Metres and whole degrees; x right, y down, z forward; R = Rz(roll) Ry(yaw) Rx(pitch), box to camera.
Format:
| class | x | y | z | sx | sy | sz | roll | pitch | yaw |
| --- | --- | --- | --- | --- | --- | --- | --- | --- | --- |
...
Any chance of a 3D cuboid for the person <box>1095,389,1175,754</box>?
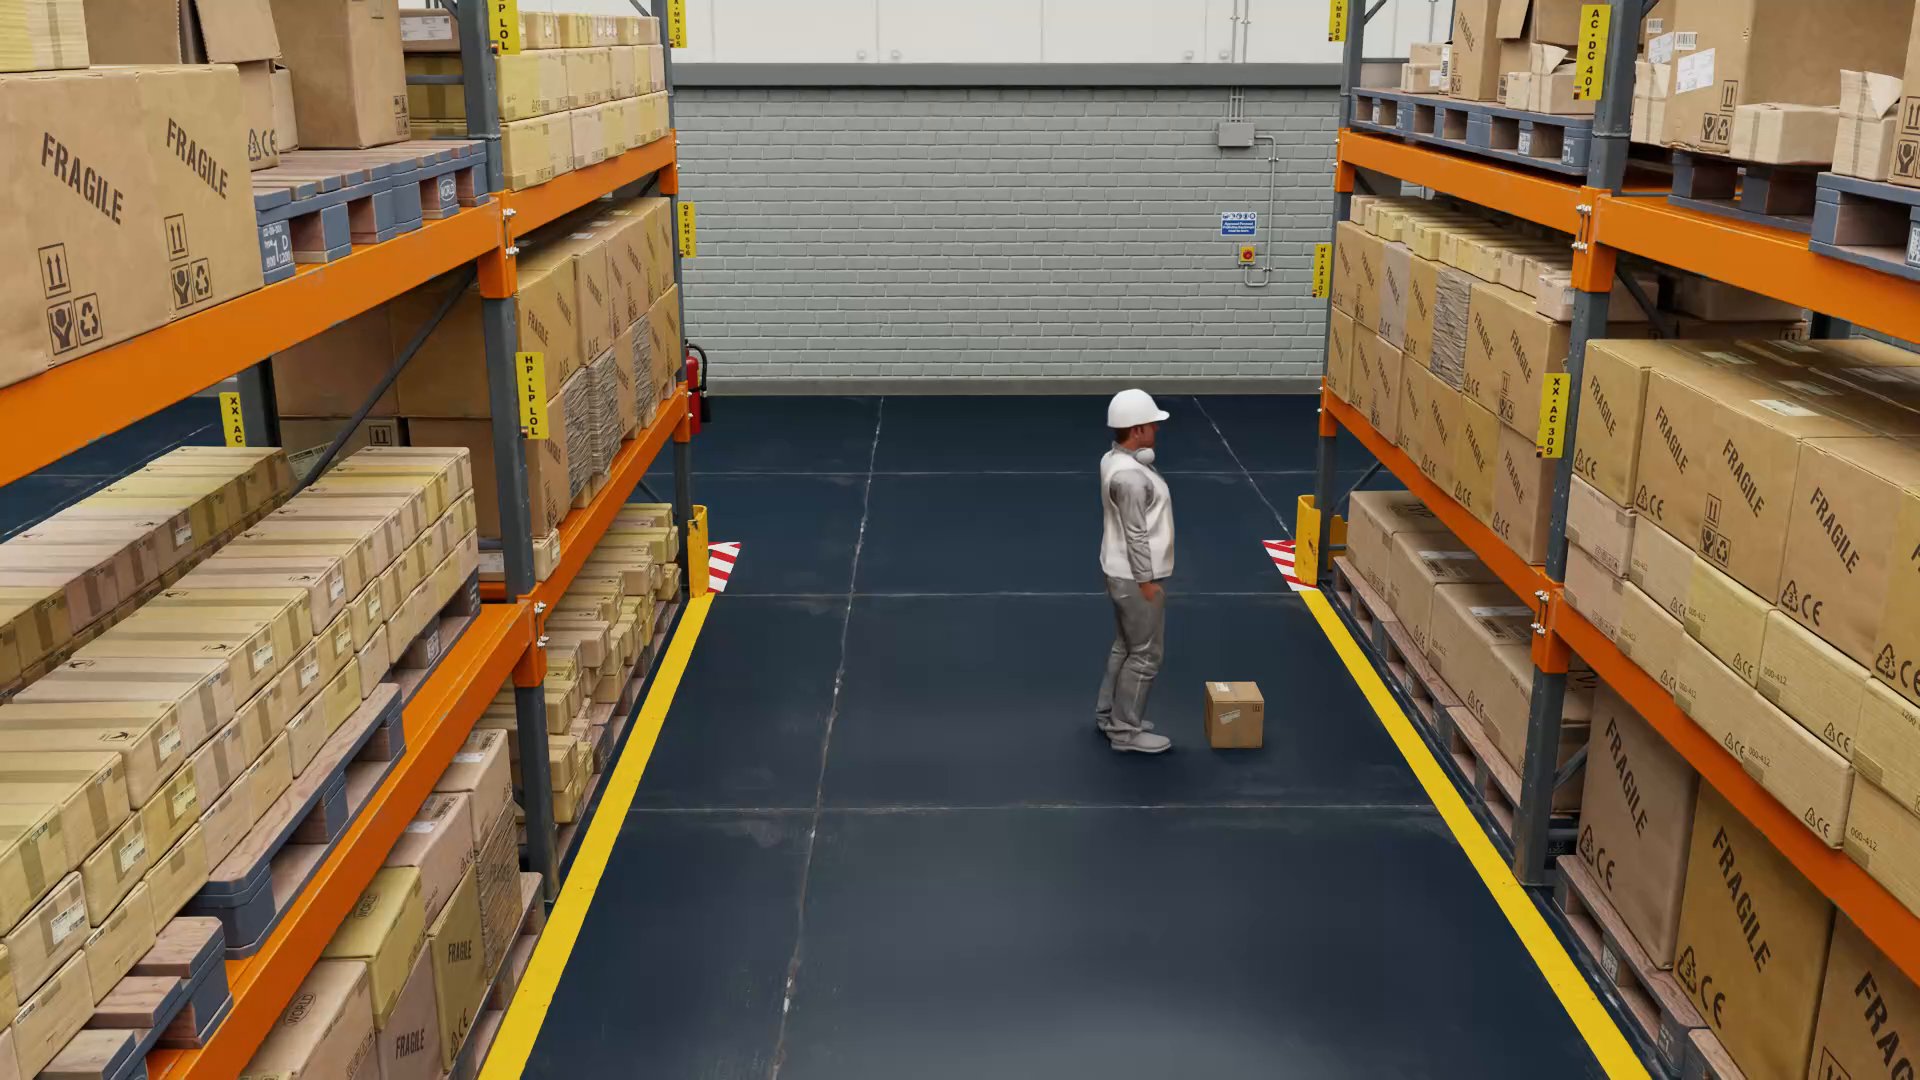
| class | x | y | z | sx | sy | sz | roll | pitch | yaw |
| --- | --- | --- | --- | --- | --- | --- | --- | --- | --- |
| person | 0.855 | 0.152 | 8.057 | 0.366 | 1.789 | 0.534 | 0 | 17 | 0 |
